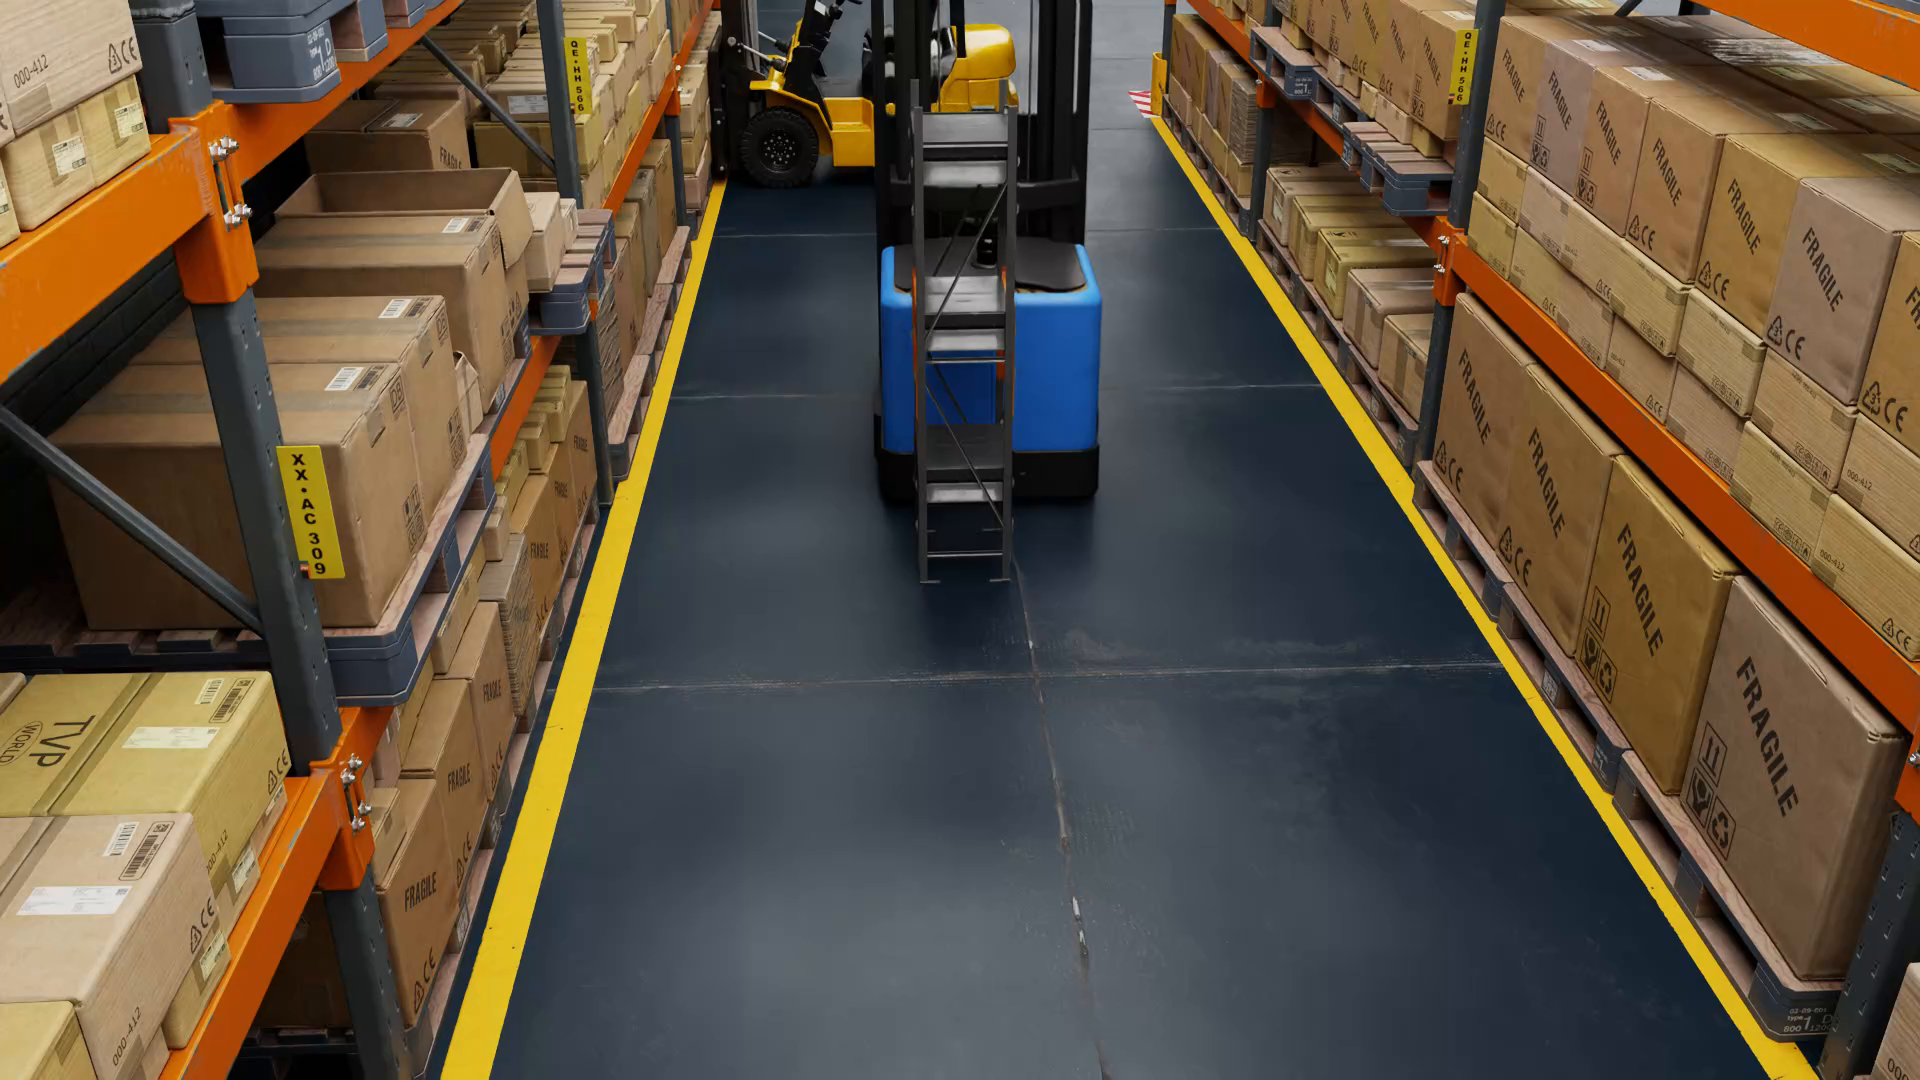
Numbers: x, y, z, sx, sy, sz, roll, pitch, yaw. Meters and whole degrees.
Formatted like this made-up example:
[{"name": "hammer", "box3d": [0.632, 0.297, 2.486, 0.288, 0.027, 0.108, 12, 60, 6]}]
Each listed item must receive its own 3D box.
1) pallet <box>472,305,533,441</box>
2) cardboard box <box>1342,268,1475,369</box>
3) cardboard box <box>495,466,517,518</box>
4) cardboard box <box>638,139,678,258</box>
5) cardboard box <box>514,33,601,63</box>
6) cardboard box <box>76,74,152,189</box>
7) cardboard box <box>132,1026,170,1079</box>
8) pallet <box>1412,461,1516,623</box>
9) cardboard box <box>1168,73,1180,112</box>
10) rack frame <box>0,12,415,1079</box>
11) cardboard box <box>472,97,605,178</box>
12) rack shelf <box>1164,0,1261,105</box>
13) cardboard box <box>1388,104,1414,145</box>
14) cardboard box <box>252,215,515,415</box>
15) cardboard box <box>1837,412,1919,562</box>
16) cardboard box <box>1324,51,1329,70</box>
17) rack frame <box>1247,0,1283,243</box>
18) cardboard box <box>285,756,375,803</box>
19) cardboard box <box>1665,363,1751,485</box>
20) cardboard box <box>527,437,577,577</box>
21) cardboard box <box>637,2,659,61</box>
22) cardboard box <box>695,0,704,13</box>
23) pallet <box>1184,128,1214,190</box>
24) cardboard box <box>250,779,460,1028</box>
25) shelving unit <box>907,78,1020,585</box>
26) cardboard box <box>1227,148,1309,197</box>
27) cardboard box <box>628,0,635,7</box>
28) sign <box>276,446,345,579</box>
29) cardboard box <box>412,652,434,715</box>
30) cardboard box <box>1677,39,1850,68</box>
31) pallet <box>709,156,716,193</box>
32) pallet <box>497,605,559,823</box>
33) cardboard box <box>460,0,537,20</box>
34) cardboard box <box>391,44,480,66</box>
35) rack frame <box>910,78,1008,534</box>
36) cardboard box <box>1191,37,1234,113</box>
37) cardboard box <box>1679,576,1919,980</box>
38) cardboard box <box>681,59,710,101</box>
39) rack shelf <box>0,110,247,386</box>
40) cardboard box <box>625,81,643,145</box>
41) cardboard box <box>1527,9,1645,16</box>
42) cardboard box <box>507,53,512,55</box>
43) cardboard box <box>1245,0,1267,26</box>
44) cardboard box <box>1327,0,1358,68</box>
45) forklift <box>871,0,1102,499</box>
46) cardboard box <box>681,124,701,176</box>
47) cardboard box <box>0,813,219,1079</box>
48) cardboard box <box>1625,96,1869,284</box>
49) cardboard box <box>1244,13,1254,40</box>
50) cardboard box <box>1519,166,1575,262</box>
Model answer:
[{"name": "pallet", "box3d": [-2.085, -0.522, 5.715, 1.003, 0.211, 1.213, -1, 28, -3]}, {"name": "cardboard box", "box3d": [2.700, -1.250, 9.290, 0.950, 0.372, 0.625, -2, 28, -4]}, {"name": "cardboard box", "box3d": [-1.915, -0.163, 6.366, 0.380, 0.149, 0.250, -2, 28, -3]}, {"name": "cardboard box", "box3d": [-2.361, -2.245, 10.925, 0.875, 0.625, 0.625, 0, 28, 0]}, {"name": "cardboard box", "box3d": [-2.037, -2.468, 8.430, 0.380, 0.149, 0.250, -1, 28, -2]}, {"name": "cardboard box", "box3d": [-1.668, -0.718, 2.910, 0.380, 0.149, 0.250, -2, 28, -3]}, {"name": "cardboard box", "box3d": [-1.653, 0.956, 2.946, 0.380, 0.149, 0.250, -1, 28, -1]}, {"name": "pallet", "box3d": [2.732, -0.025, 7.569, 1.003, 0.211, 1.213, -1, 28, -3]}, {"name": "cardboard box", "box3d": [2.114, -3.909, 14.521, 0.500, 0.250, 0.500, -2, 28, -3]}, {"name": "rack frame", "box3d": [-1.982, 0.342, 3.851, 1.000, 3.000, 0.127, -1, 28, -3]}, {"name": "cardboard box", "box3d": [-1.945, -1.872, 7.717, 0.500, 0.250, 0.500, -1, 28, -3]}, {"name": "rack shelf", "box3d": [2.453, -4.079, 13.104, 1.077, 0.370, 4.000, -1, 28, -3]}, {"name": "cardboard box", "box3d": [2.370, -2.085, 8.321, 0.380, 0.149, 0.250, -2, 28, -3]}, {"name": "cardboard box", "box3d": [-1.852, -0.719, 5.322, 0.700, 0.500, 0.500, -2, 28, -3]}, {"name": "cardboard box", "box3d": [2.709, -0.132, 4.382, 0.500, 0.250, 0.500, -1, 28, -3]}, {"name": "cardboard box", "box3d": [2.348, -2.807, 9.707, 0.380, 0.149, 0.250, -1, 28, -2]}, {"name": "rack frame", "box3d": [2.557, -3.474, 11.167, 1.000, 3.000, 0.127, -1, 28, -3]}, {"name": "cardboard box", "box3d": [-1.795, 0.674, 4.440, 0.380, 0.149, 0.250, -2, 28, -4]}, {"name": "cardboard box", "box3d": [2.667, -0.383, 5.403, 0.500, 0.250, 0.500, -2, 28, -4]}, {"name": "cardboard box", "box3d": [-1.938, -0.162, 7.065, 0.500, 0.500, 0.500, -2, 28, -3]}, {"name": "cardboard box", "box3d": [-2.085, -3.050, 9.975, 0.500, 0.250, 0.500, -2, 28, -4]}, {"name": "cardboard box", "box3d": [-2.238, -4.315, 12.671, 0.500, 0.500, 0.500, -1, 28, -2]}, {"name": "pallet", "box3d": [2.420, -3.112, 13.488, 1.003, 0.211, 1.213, -1, 28, -3]}, {"name": "cardboard box", "box3d": [-1.782, 1.035, 4.770, 0.500, 0.500, 0.500, 0, 28, 0]}, {"name": "shelving unit", "box3d": [0.009, -0.855, 7.118, 0.431, 2.100, 0.503, -1, 28, -3]}, {"name": "cardboard box", "box3d": [2.258, -2.708, 12.217, 0.500, 0.250, 0.500, 0, 28, 0]}, {"name": "cardboard box", "box3d": [-2.071, -3.058, 9.560, 0.380, 0.149, 0.250, -2, 28, -4]}, {"name": "sign", "box3d": [-1.440, -0.058, 3.682, 0.100, 0.325, 0.005, -1, 28, -3]}, {"name": "cardboard box", "box3d": [-1.879, 0.434, 5.222, 0.380, 0.149, 0.250, -2, 28, -4]}, {"name": "cardboard box", "box3d": [3.089, -1.645, 6.472, 0.500, 0.500, 0.500, -1, 28, -2]}, {"name": "pallet", "box3d": [-2.466, -3.049, 13.368, 1.003, 0.211, 1.213, -1, 28, -3]}, {"name": "pallet", "box3d": [-2.129, 0.639, 6.297, 1.003, 0.211, 1.213, -1, 28, -3]}, {"name": "cardboard box", "box3d": [-2.582, -2.927, 9.308, 0.380, 0.149, 0.250, -2, 28, -3]}, {"name": "cardboard box", "box3d": [-2.570, -2.333, 8.171, 0.380, 0.149, 0.250, -2, 28, -4]}, {"name": "rack frame", "box3d": [-0.004, -0.967, 7.334, 0.400, 2.100, 0.015, -1, 28, -3]}, {"name": "cardboard box", "box3d": [2.166, -3.757, 13.419, 0.500, 0.500, 0.500, -1, 28, -2]}, {"name": "cardboard box", "box3d": [2.863, 0.692, 5.023, 0.875, 0.875, 0.875, -1, 28, -1]}, {"name": "cardboard box", "box3d": [-2.166, -3.460, 12.578, 0.500, 0.250, 0.500, 0, 28, -1]}, {"name": "rack shelf", "box3d": [-1.877, 0.255, 1.552, 1.077, 0.370, 4.000, -1, 28, -3]}, {"name": "cardboard box", "box3d": [-2.050, -2.359, 9.192, 0.500, 0.250, 0.500, -1, 28, -1]}, {"name": "cardboard box", "box3d": [2.974, -2.203, 7.846, 0.500, 0.500, 0.500, -2, 28, -4]}, {"name": "cardboard box", "box3d": [-2.562, -2.561, 9.038, 0.500, 0.250, 0.500, -2, 28, -4]}, {"name": "cardboard box", "box3d": [2.285, -3.849, 11.457, 0.500, 0.500, 0.500, -2, 28, -4]}, {"name": "cardboard box", "box3d": [2.372, -2.916, 9.214, 0.500, 0.500, 0.500, -2, 28, -5]}, {"name": "forklift", "box3d": [0.097, -2.138, 8.681, 1.130, 2.935, 3.031, -1, 28, -2]}, {"name": "cardboard box", "box3d": [-2.117, -2.772, 11.800, 0.500, 0.250, 0.500, -2, 28, -3]}, {"name": "cardboard box", "box3d": [-1.671, 0.737, 2.934, 0.500, 0.250, 0.500, -1, 28, -2]}, {"name": "cardboard box", "box3d": [2.618, -1.180, 5.579, 0.500, 0.500, 0.500, -1, 28, -2]}, {"name": "cardboard box", "box3d": [2.216, -3.619, 11.716, 0.380, 0.149, 0.250, -1, 28, -1]}, {"name": "cardboard box", "box3d": [2.572, -1.303, 6.627, 0.500, 0.250, 0.500, -1, 28, -1]}]
